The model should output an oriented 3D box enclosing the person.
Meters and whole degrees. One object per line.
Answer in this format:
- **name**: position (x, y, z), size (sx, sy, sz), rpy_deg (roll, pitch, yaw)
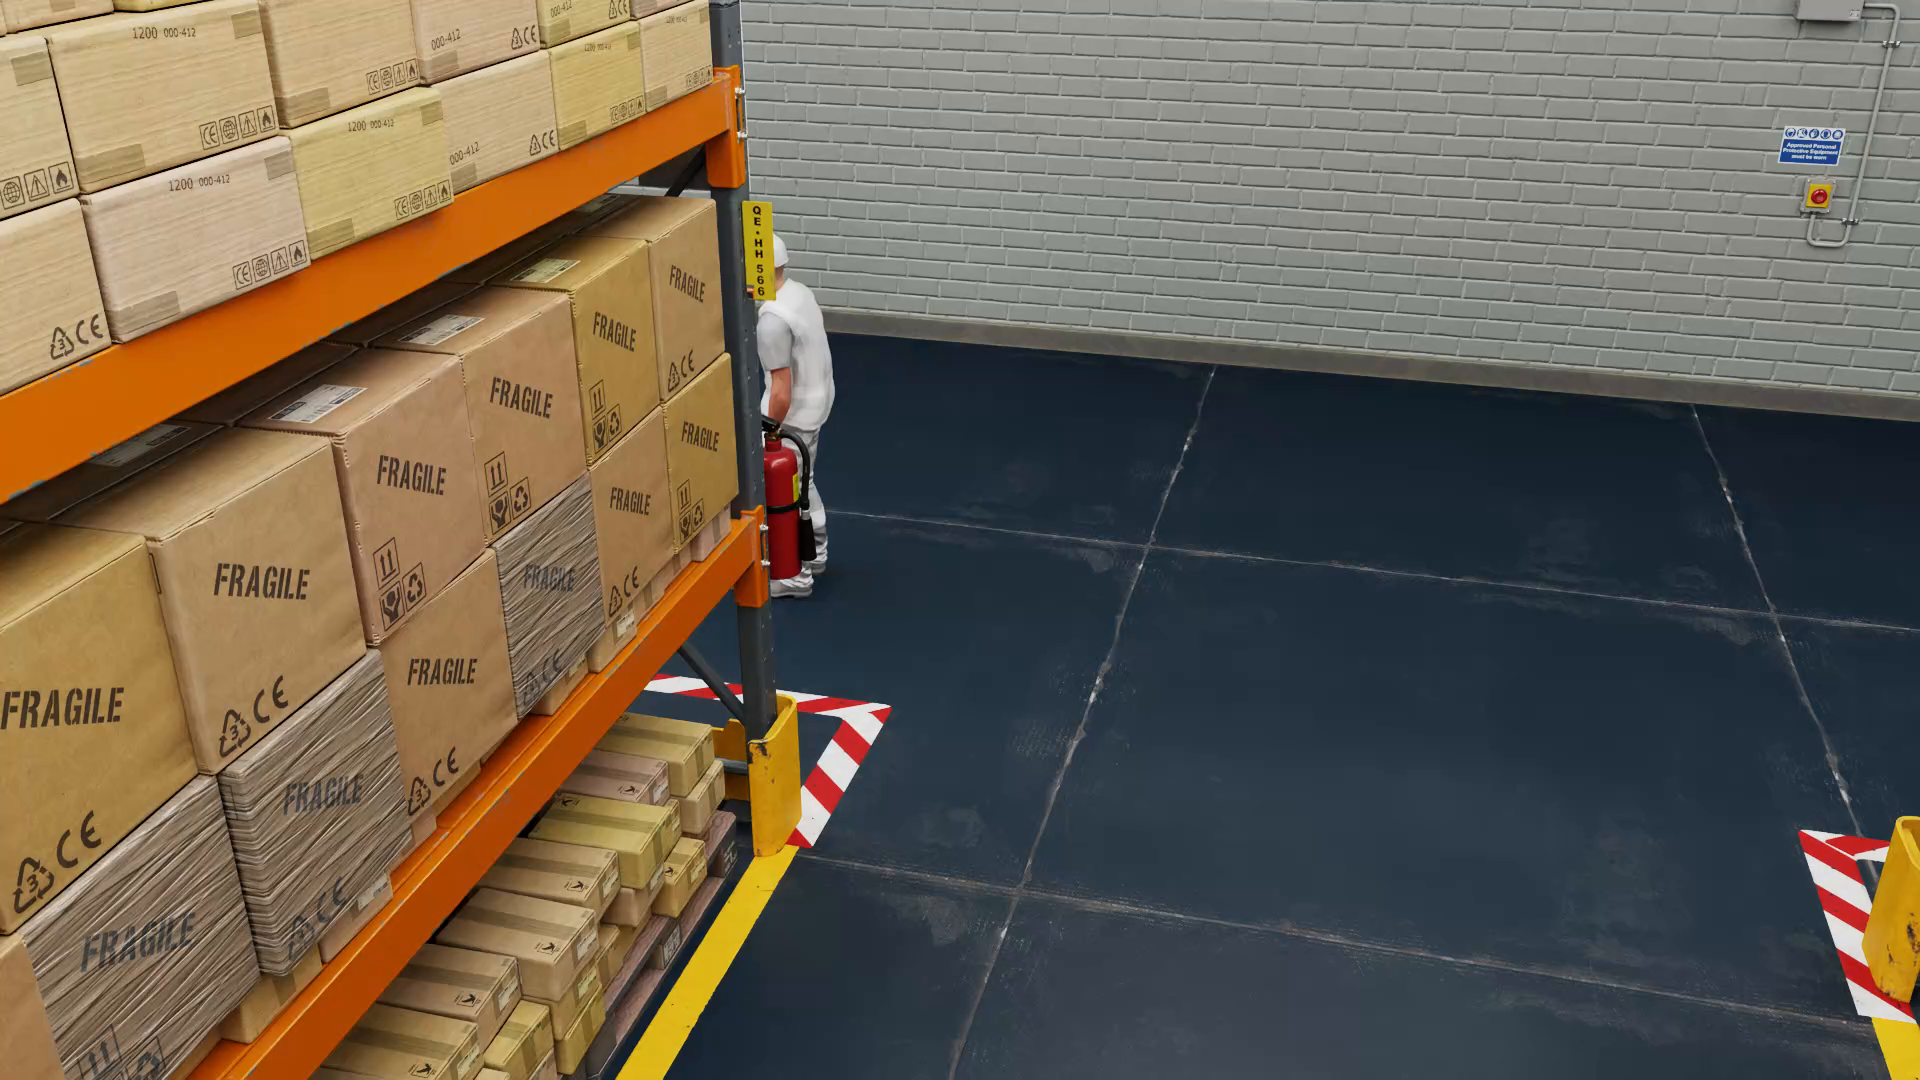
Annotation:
- **person**: position (-0.825, -0.583, 7.837), size (0.453, 1.777, 0.609), rpy_deg (5, 26, 10)
